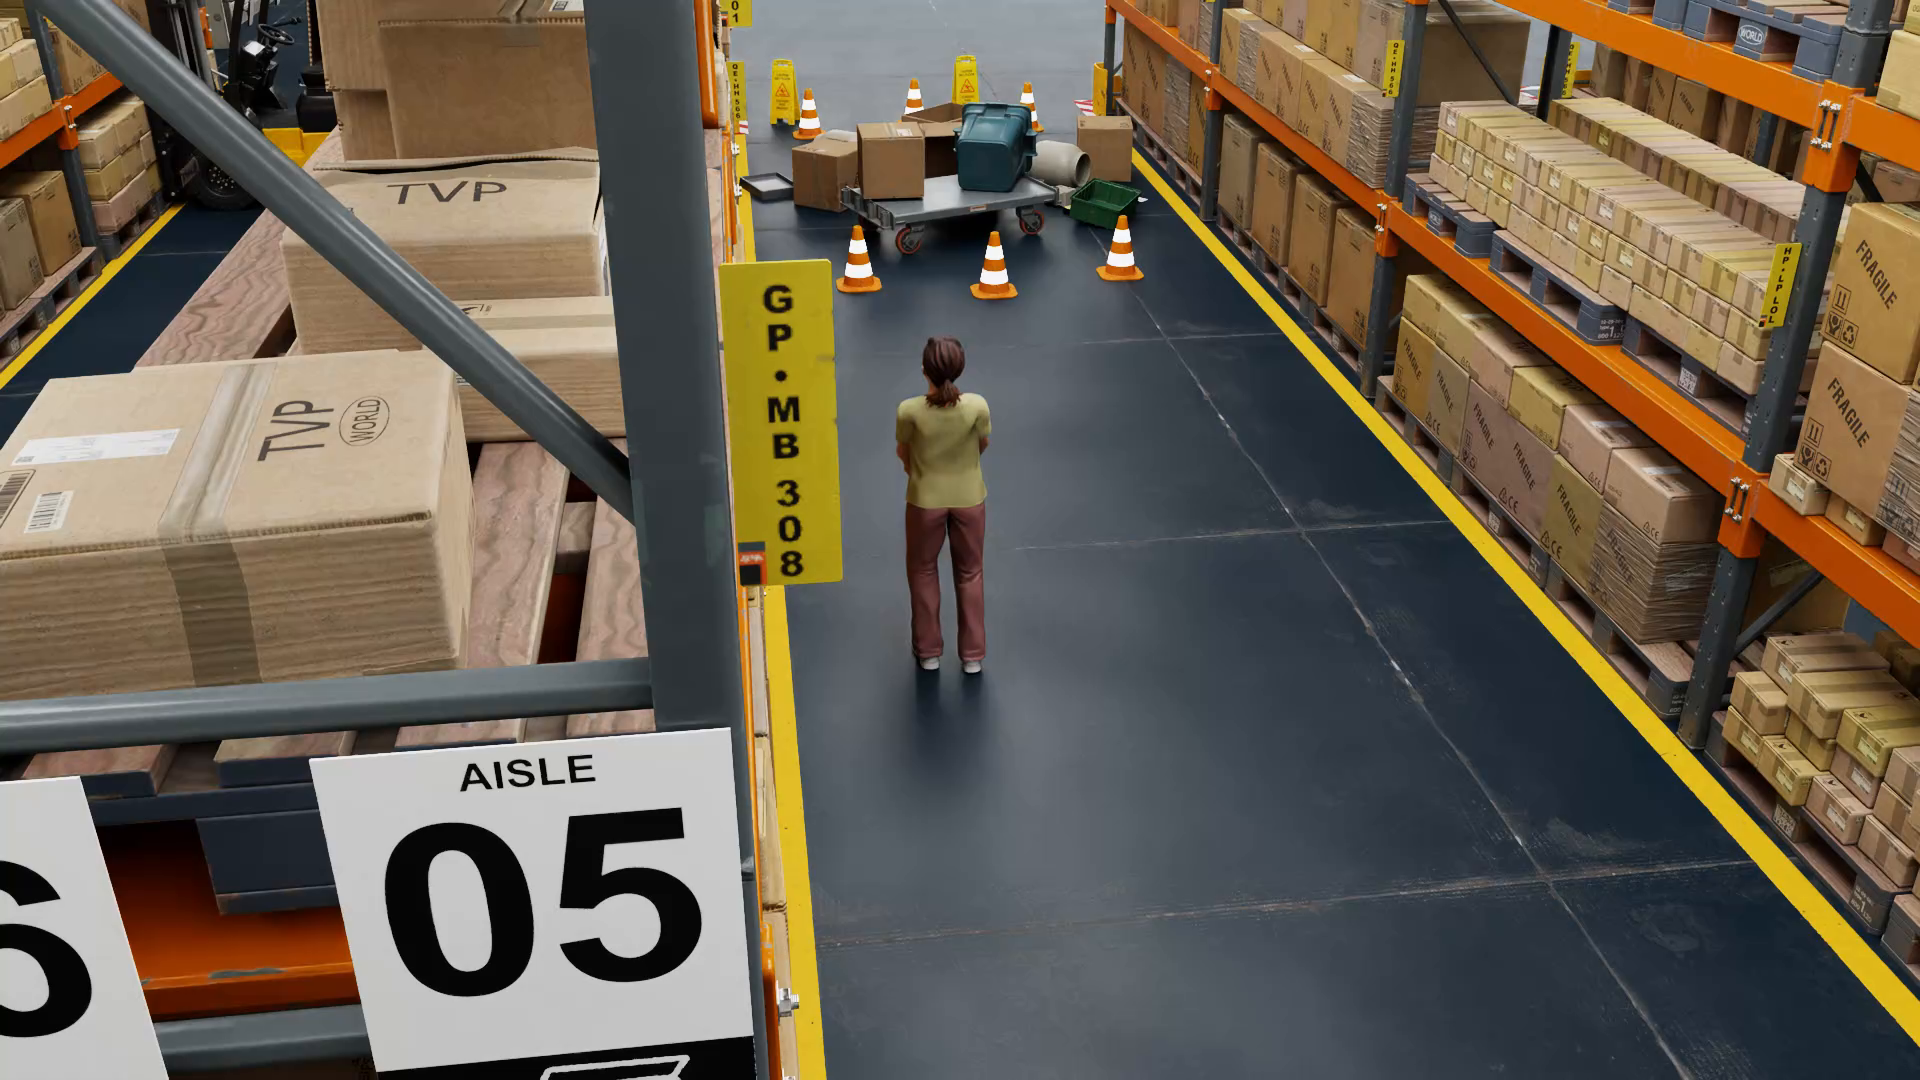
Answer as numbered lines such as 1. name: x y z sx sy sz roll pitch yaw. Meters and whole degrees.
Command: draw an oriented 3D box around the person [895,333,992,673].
1. person: -0.080 -0.182 7.486 0.426 1.662 0.554 -4 27 -7
